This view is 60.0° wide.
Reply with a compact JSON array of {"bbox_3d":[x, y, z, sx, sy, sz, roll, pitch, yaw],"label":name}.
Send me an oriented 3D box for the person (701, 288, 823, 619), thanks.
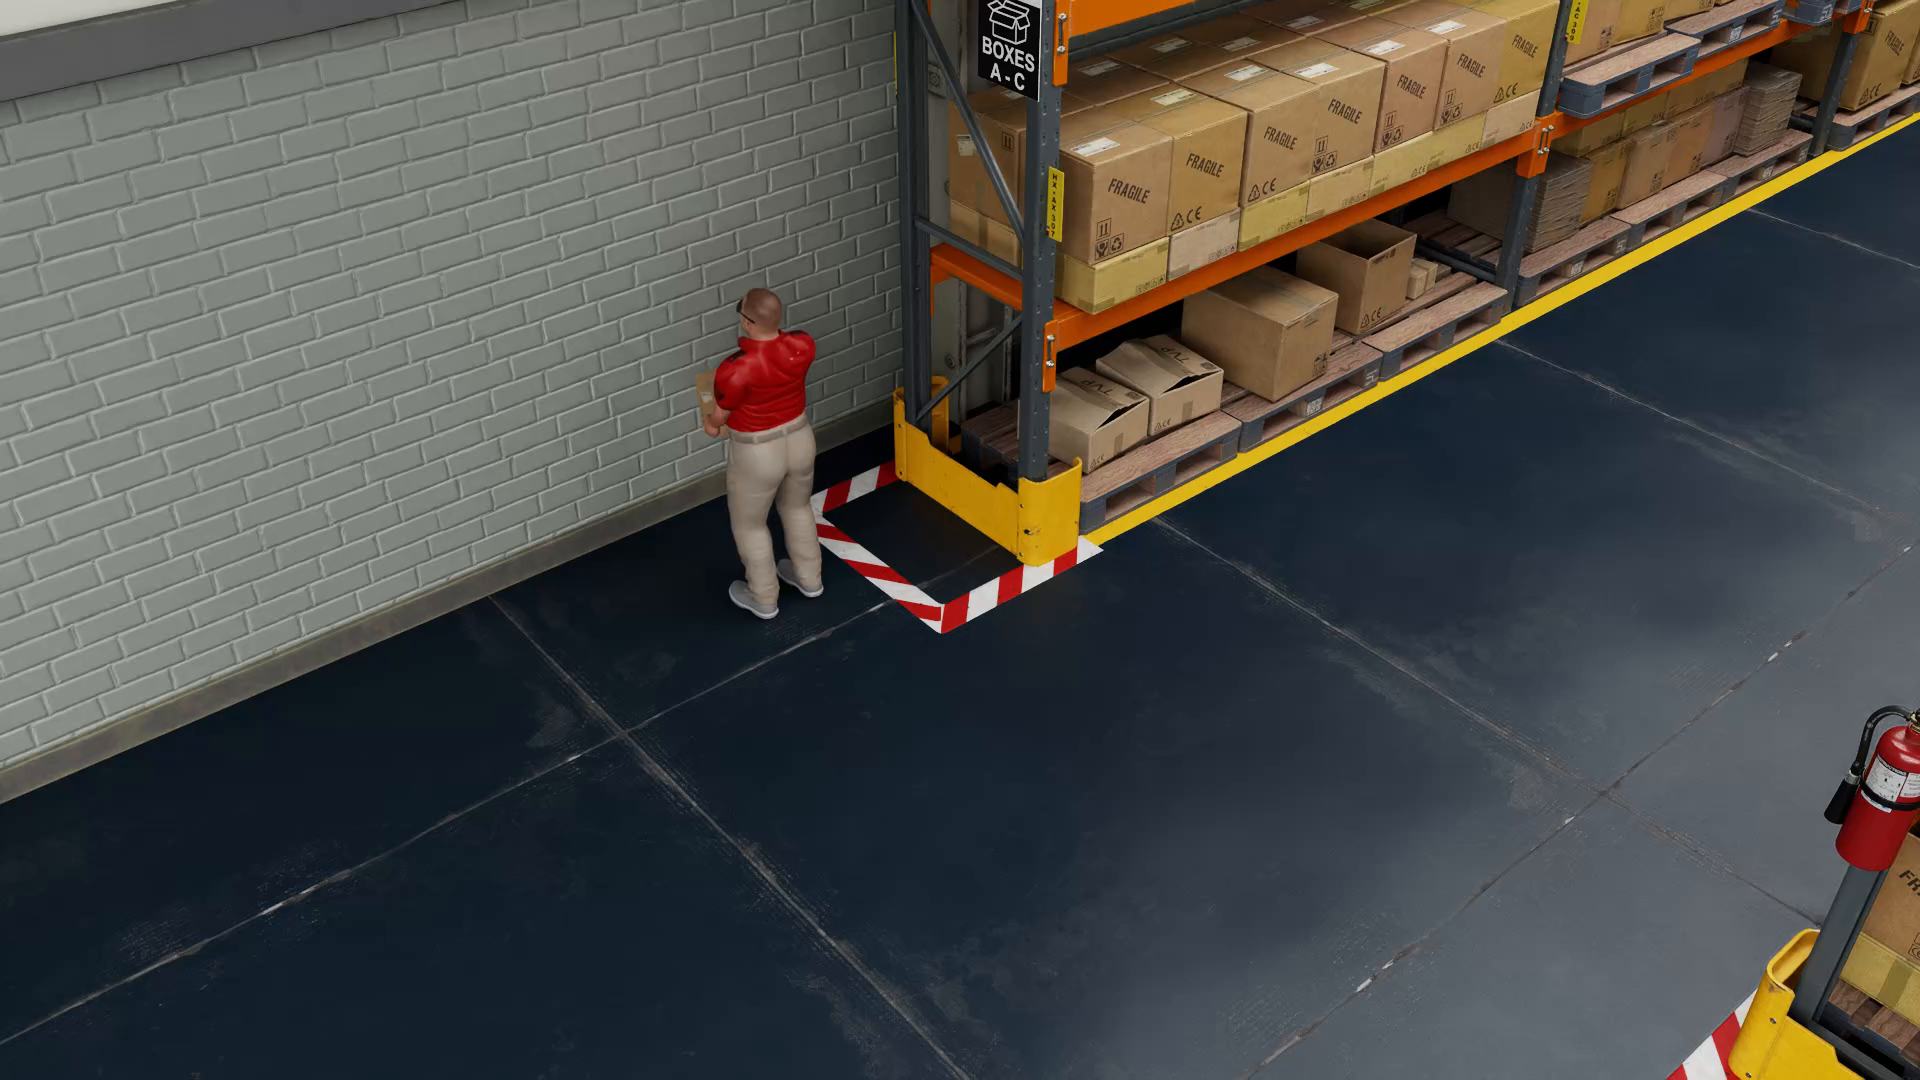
[{"bbox_3d":[-0.946,-0.445,7.719,0.495,1.715,0.530,-26,43,-32],"label":"person"}]
